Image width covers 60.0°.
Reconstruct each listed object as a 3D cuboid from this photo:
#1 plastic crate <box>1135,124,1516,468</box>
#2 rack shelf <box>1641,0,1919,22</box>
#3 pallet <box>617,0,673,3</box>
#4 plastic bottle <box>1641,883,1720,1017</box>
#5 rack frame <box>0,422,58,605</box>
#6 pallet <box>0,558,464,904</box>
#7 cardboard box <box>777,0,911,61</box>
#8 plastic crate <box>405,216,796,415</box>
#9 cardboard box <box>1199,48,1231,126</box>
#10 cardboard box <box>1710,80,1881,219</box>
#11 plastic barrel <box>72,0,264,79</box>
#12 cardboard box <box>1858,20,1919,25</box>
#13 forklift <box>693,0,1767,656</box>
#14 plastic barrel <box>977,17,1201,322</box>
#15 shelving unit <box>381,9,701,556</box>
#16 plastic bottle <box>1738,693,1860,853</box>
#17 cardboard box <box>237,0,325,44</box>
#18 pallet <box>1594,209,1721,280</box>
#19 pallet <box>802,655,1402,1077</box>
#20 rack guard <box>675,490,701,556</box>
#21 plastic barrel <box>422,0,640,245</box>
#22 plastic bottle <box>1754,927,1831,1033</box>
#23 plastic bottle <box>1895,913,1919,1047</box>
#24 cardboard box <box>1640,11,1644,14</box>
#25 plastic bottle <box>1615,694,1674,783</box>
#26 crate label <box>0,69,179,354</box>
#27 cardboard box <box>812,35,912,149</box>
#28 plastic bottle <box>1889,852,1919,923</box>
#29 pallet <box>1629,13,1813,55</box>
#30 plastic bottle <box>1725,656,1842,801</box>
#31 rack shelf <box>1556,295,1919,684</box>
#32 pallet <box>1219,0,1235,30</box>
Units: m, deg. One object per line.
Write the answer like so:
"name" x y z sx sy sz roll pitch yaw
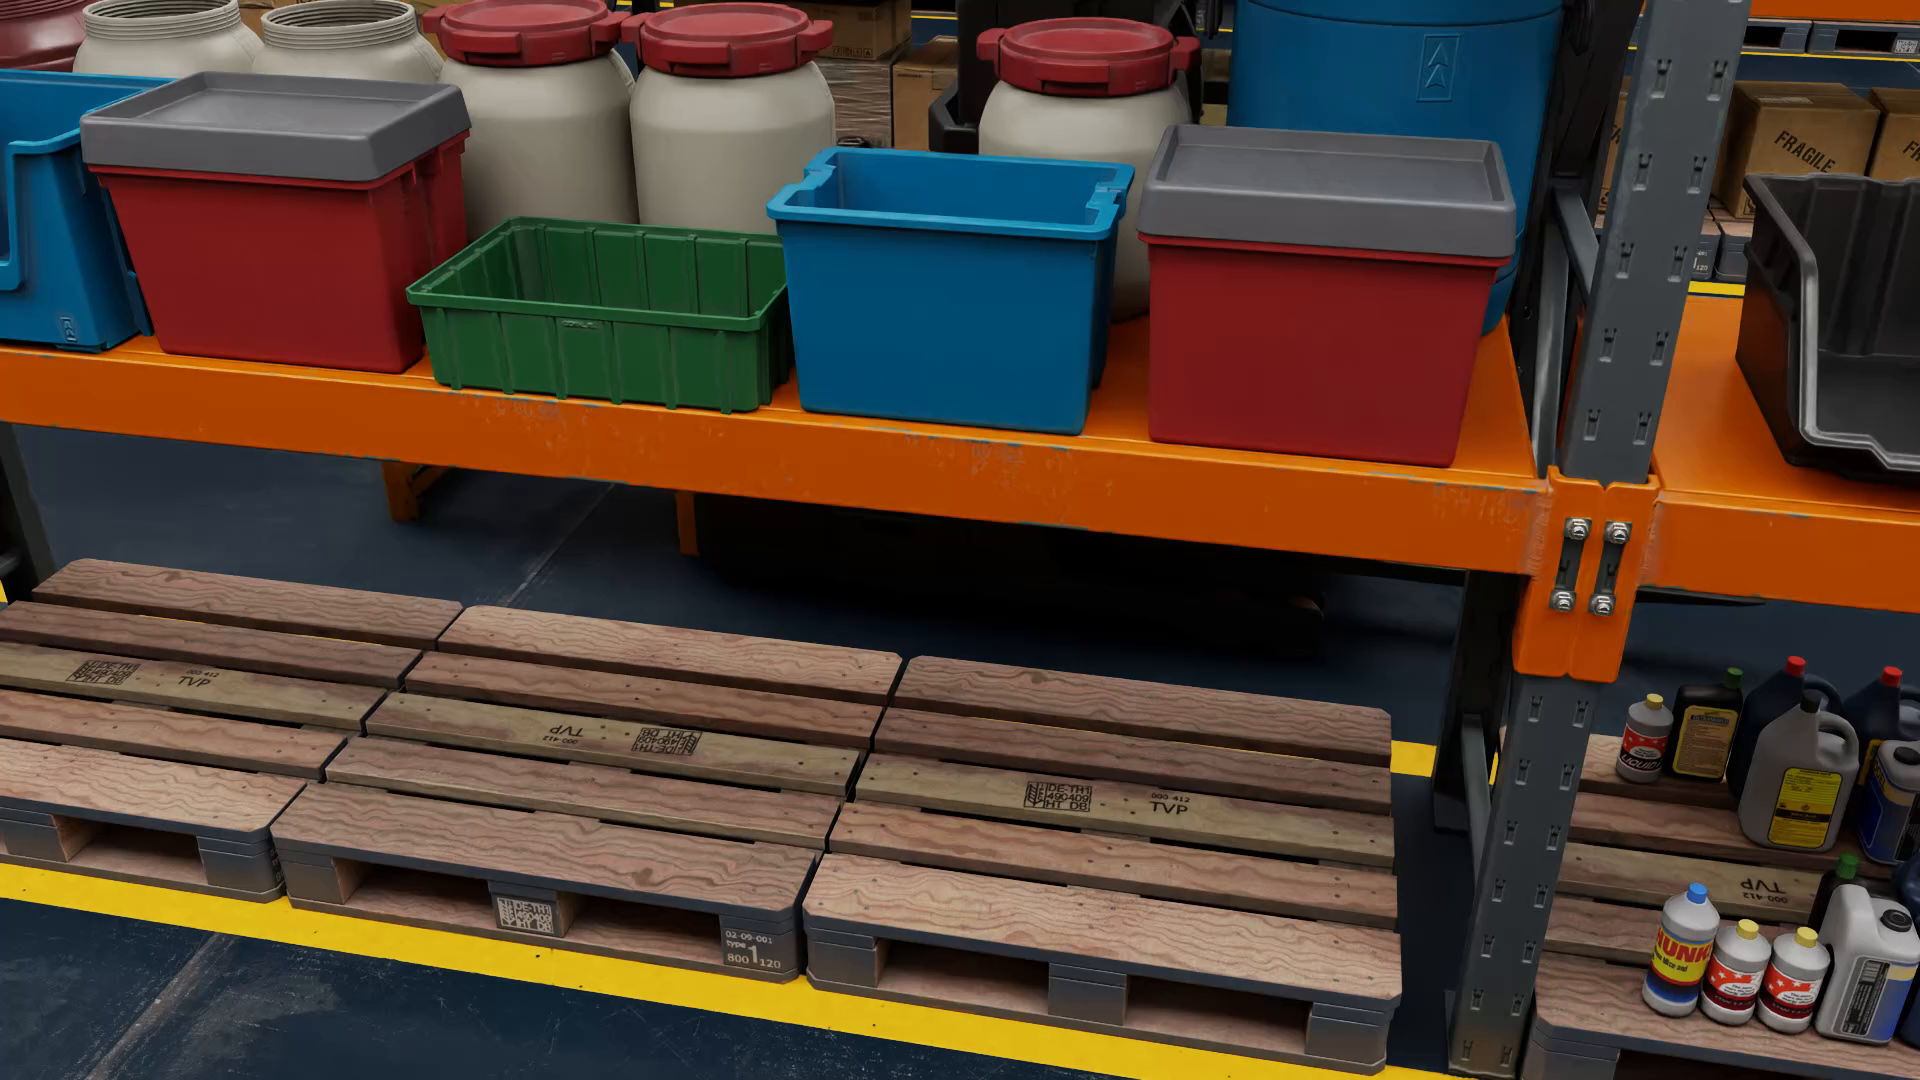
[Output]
"plastic crate" 0.600 -0.415 2.818 0.583 0.464 0.402 6 29 11
"rack shelf" 4.128 -2.292 7.062 4.000 0.370 1.077 6 29 11
"pallet" -2.559 -4.508 13.264 1.213 0.211 1.003 6 29 11
"plastic bottle" 1.358 0.759 3.122 0.097 0.271 0.097 0 29 0
"rack frame" -2.774 -0.883 3.740 0.127 3.000 1.000 6 29 11
"pallet" -2.025 0.436 4.234 1.213 0.211 1.003 6 29 11
"cardboard box" -0.557 -2.533 8.118 0.500 0.250 0.500 9 30 16
"plastic crate" -0.624 -0.431 3.135 0.662 0.188 0.450 6 29 11
"cardboard box" 1.114 -2.033 7.985 0.500 0.500 0.700 6 29 10
"cardboard box" 3.740 -1.758 7.503 0.500 0.500 0.500 3 29 6
"plastic barrel" -1.723 -0.930 3.708 0.421 0.512 0.421 0 29 0
"cardboard box" 6.542 -4.016 11.236 0.875 0.875 0.875 6 29 11
"forklift" 0.775 -1.243 4.469 3.031 2.935 1.130 6 29 12
"plastic barrel" 0.248 -0.741 3.338 0.433 0.535 0.433 0 29 0
"shelving unit" -1.253 -0.801 5.152 1.083 1.500 0.587 6 29 12
"plastic bottle" 1.798 0.484 3.543 0.185 0.351 0.144 6 29 11
"cardboard box" -3.280 -2.634 8.712 0.875 0.875 1.225 6 29 11
"pallet" 2.836 -1.534 7.833 1.213 0.211 1.003 6 29 11
"pallet" 0.362 0.680 3.787 1.213 0.211 1.003 6 29 11
"rack guard" -0.768 -0.198 5.352 0.087 0.250 0.587 6 29 12
"plastic barrel" -0.893 -0.858 3.552 0.433 0.535 0.433 0 29 0
"plastic bottle" 1.557 0.810 3.102 0.097 0.201 0.097 0 29 0
"plastic bottle" 1.841 0.763 3.034 0.185 0.351 0.144 7 29 12
"cardboard box" 4.789 -4.195 11.565 0.875 0.875 0.875 6 29 11
"plastic bottle" 1.558 0.442 3.774 0.097 0.201 0.097 0 29 0
"crate label" -1.859 -0.672 3.317 0.616 0.435 0.502 6 29 11
"cardboard box" -0.535 -2.199 8.287 0.500 0.500 0.700 3 29 6
"plastic bottle" 1.871 0.695 3.158 0.185 0.351 0.144 6 29 11
"pallet" 5.231 -3.670 11.734 1.213 0.211 1.003 6 29 11
"plastic bottle" 1.828 0.416 3.667 0.185 0.351 0.144 5 29 9
"rack shelf" 3.094 0.034 2.814 4.000 0.370 1.077 6 29 11
"pallet" 2.536 -3.946 12.239 1.213 0.211 1.003 6 29 11
